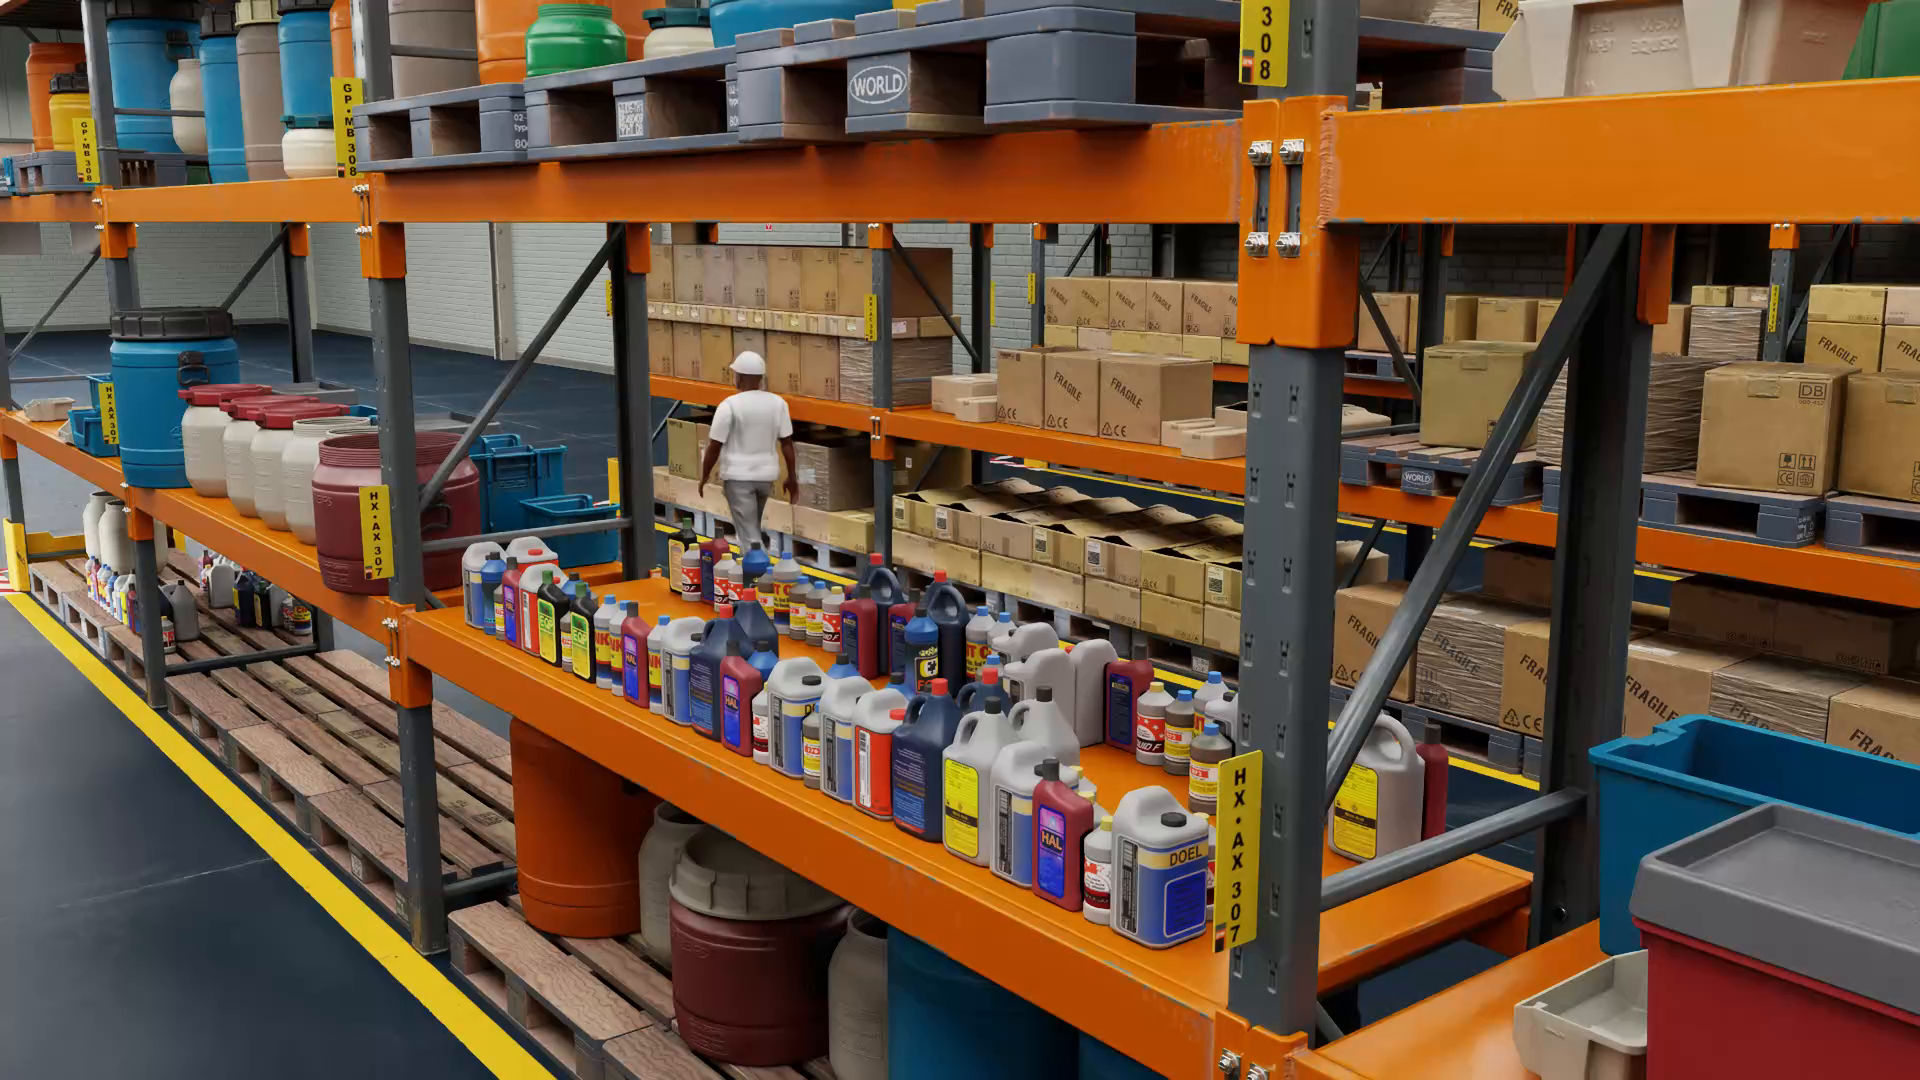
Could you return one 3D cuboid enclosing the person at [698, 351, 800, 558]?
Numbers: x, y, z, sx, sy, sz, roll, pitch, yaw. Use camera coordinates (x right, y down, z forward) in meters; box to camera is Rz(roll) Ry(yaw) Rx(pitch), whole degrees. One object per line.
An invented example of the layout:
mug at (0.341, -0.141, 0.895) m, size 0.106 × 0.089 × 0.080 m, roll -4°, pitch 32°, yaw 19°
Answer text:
person at (-1.499, -0.413, 11.540) m, size 0.623 × 1.795 × 0.754 m, roll -9°, pitch 14°, yaw -39°
